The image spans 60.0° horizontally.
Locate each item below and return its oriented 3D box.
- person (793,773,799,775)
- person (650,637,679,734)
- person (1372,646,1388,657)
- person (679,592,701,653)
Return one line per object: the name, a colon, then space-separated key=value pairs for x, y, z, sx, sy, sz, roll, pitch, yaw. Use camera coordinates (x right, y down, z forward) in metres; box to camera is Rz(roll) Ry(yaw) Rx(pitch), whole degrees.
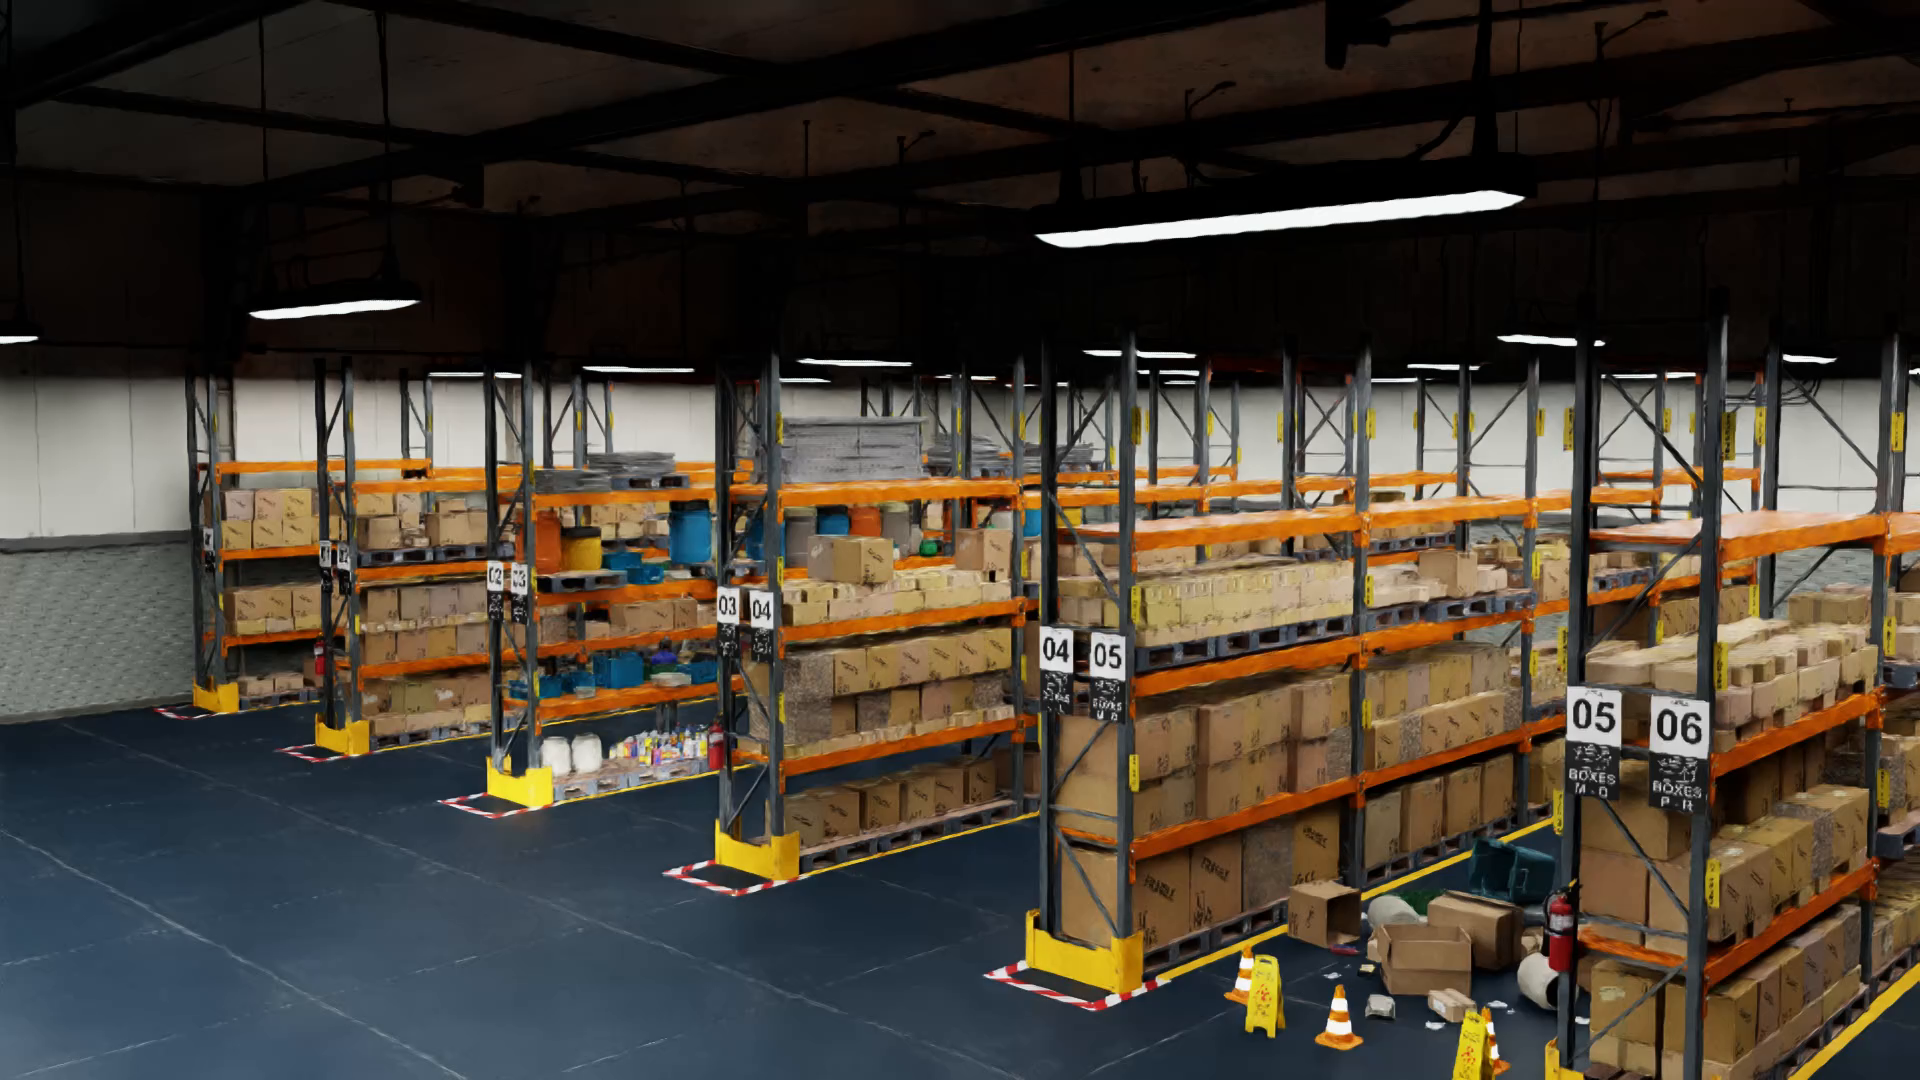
person: x=-2.235 y=2.436 z=23.812 sx=0.461 sy=1.777 sz=0.586 roll=2 pitch=5 yaw=20
person: x=-4.612 y=2.333 z=26.032 sx=0.574 sy=1.652 sz=0.543 roll=-2 pitch=5 yaw=-19
person: x=6.448 y=2.379 z=25.471 sx=0.445 sy=1.657 sz=0.575 roll=2 pitch=5 yaw=24
person: x=-5.664 y=1.720 z=34.358 sx=0.444 sy=1.599 sz=1.016 roll=3 pitch=5 yaw=36
